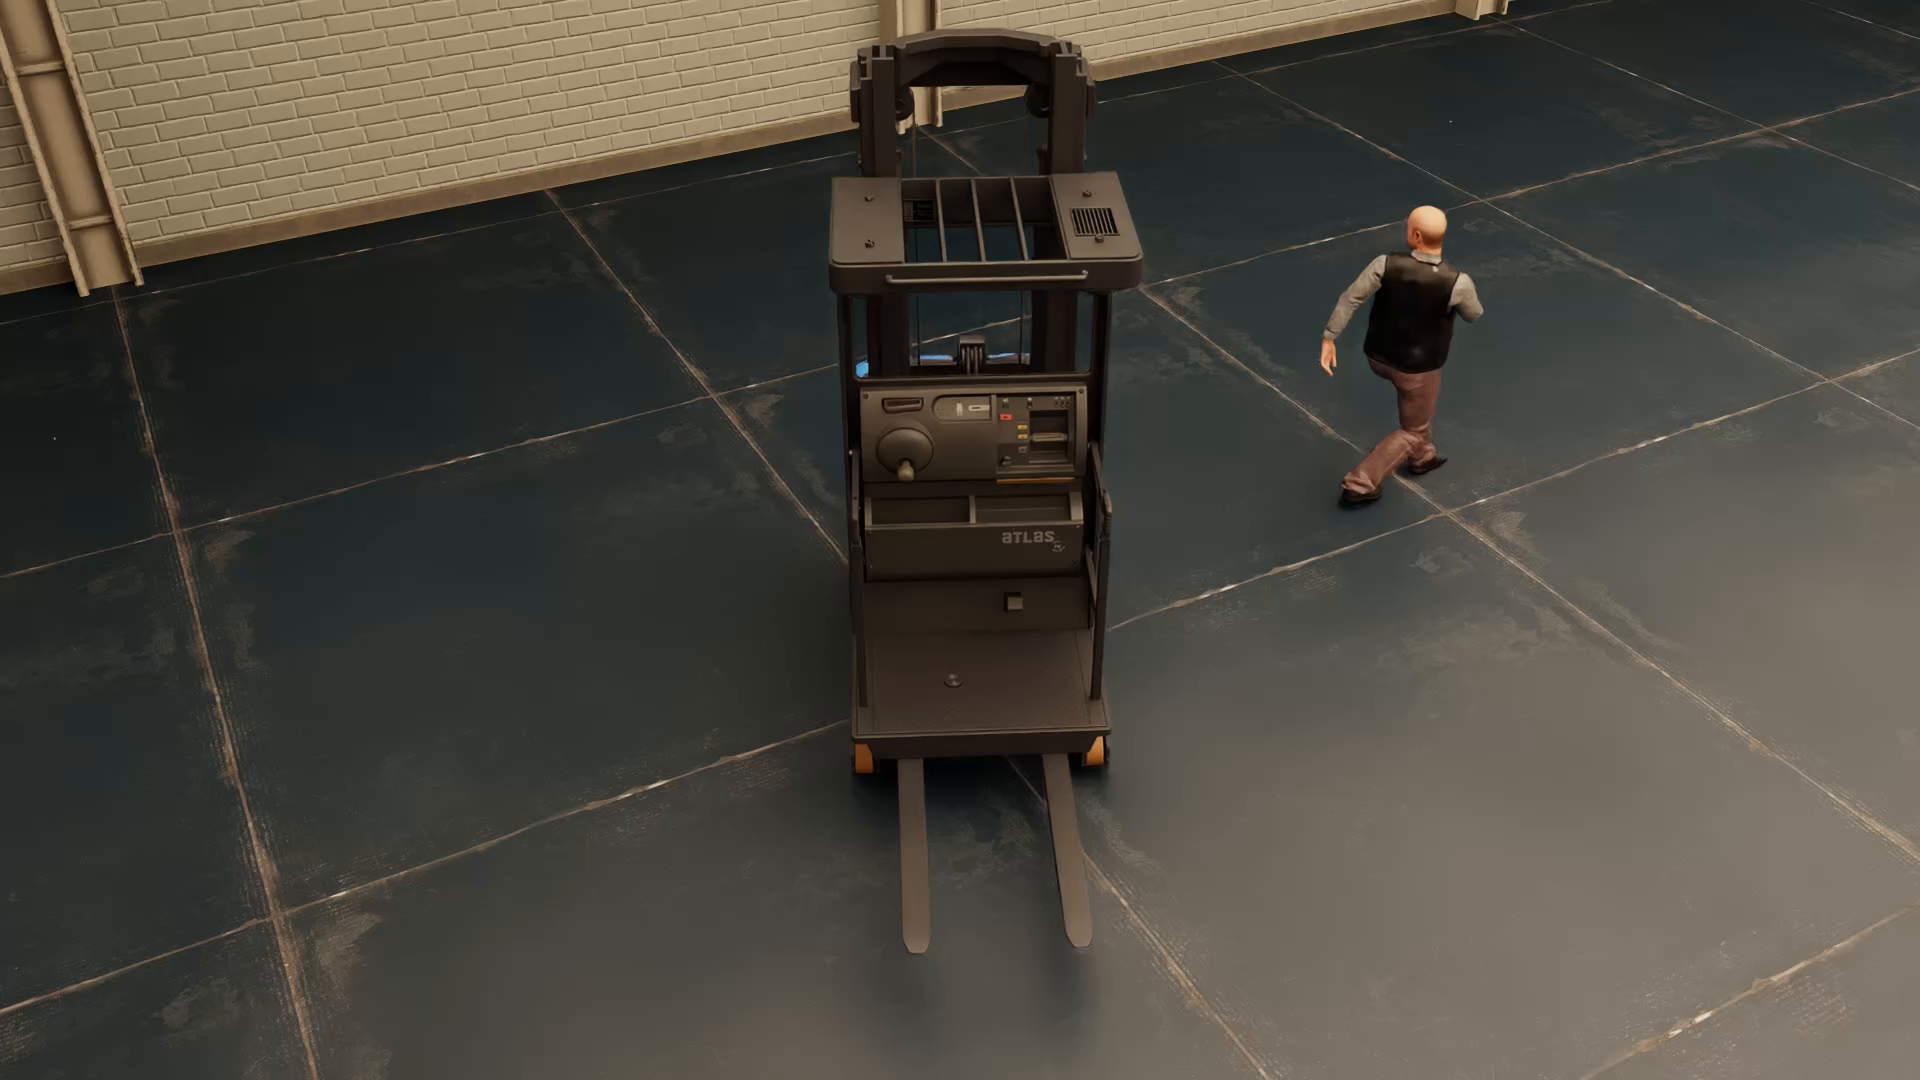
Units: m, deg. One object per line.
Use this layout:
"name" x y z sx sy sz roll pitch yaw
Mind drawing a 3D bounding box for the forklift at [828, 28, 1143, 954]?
"forklift" 0.070 -0.375 6.654 1.130 2.935 3.031 -2 35 -2

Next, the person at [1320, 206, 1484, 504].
"person" 2.334 -0.965 8.644 0.936 1.653 0.551 -24 42 -30
